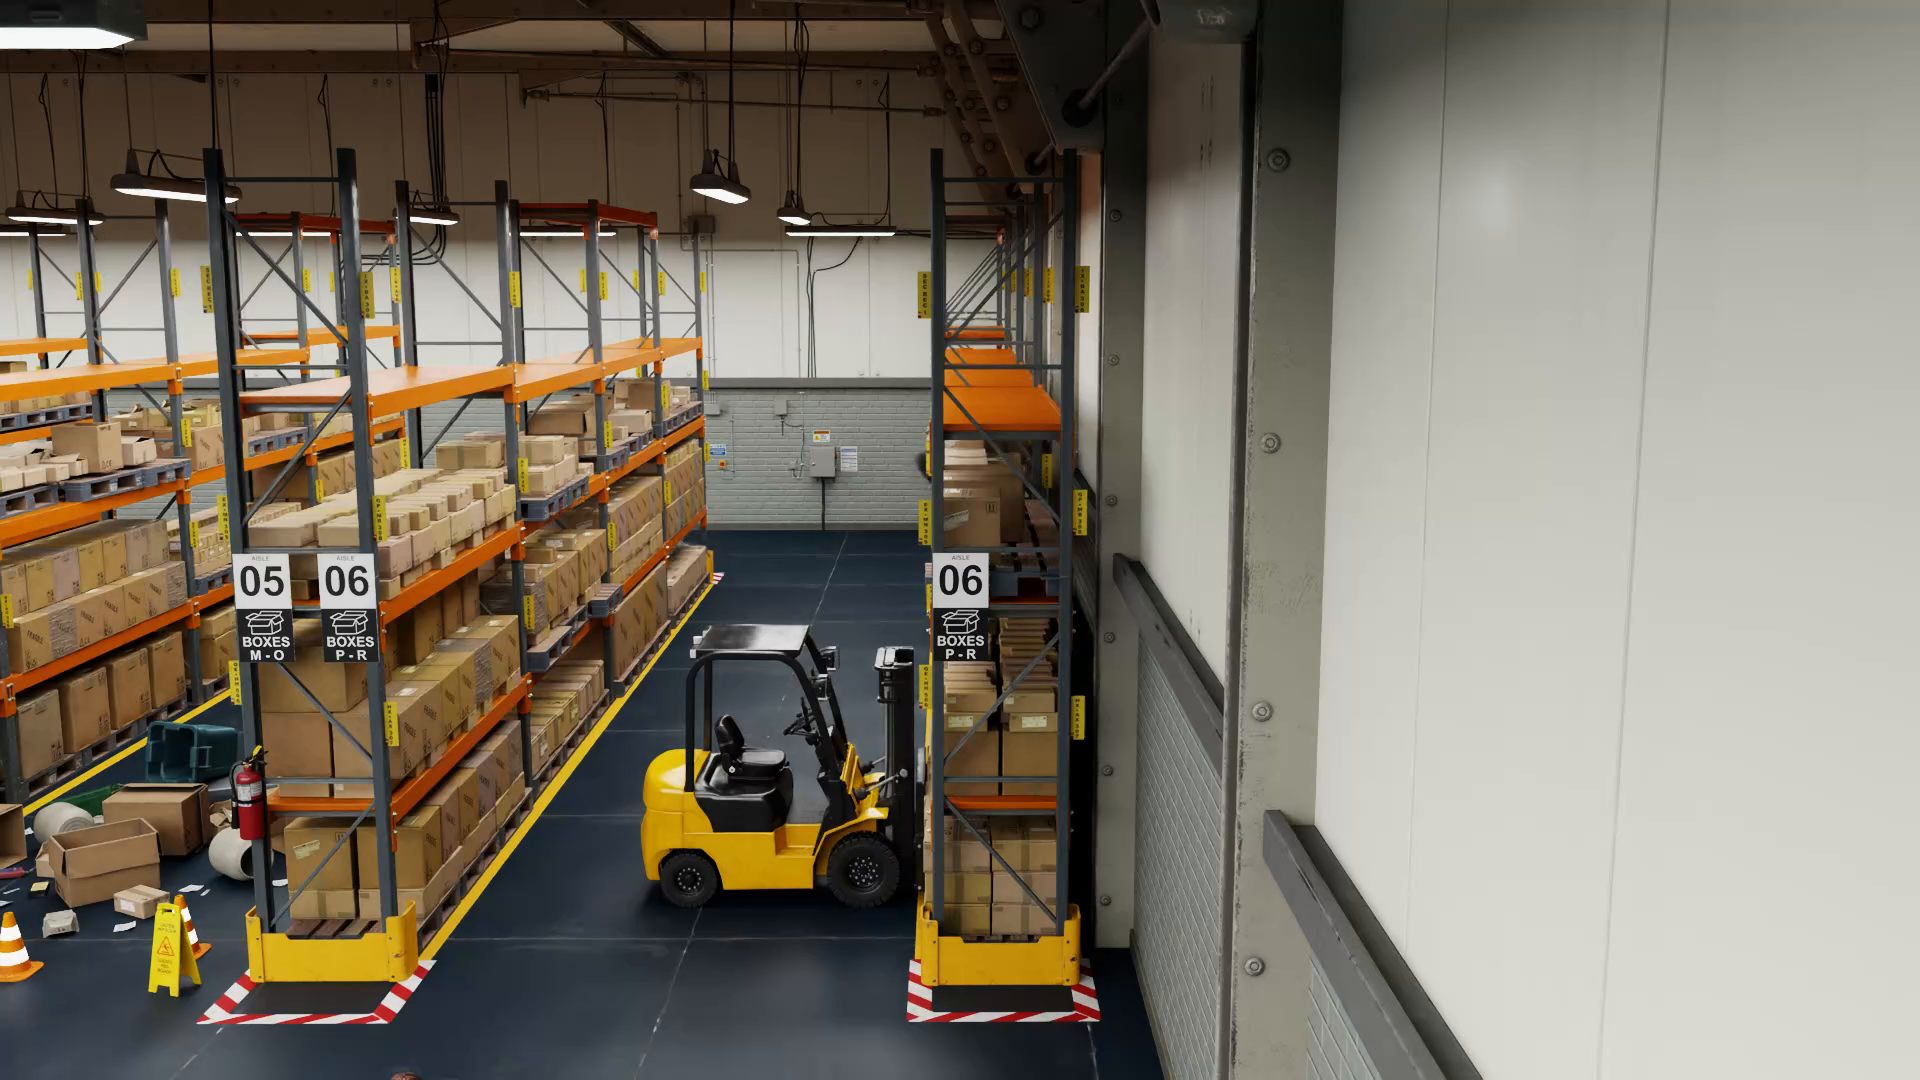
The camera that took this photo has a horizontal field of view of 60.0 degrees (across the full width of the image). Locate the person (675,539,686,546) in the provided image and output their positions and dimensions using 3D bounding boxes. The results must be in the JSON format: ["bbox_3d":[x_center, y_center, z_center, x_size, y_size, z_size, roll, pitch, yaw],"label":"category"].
[{"bbox_3d":[-5.011,-0.301,29.334,0.570,1.561,0.521,-1,9,-4],"label":"person"}]

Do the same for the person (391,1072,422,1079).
[{"bbox_3d":[-2.558,3.176,7.713,0.564,1.592,0.918,-4,10,-26],"label":"person"}]
